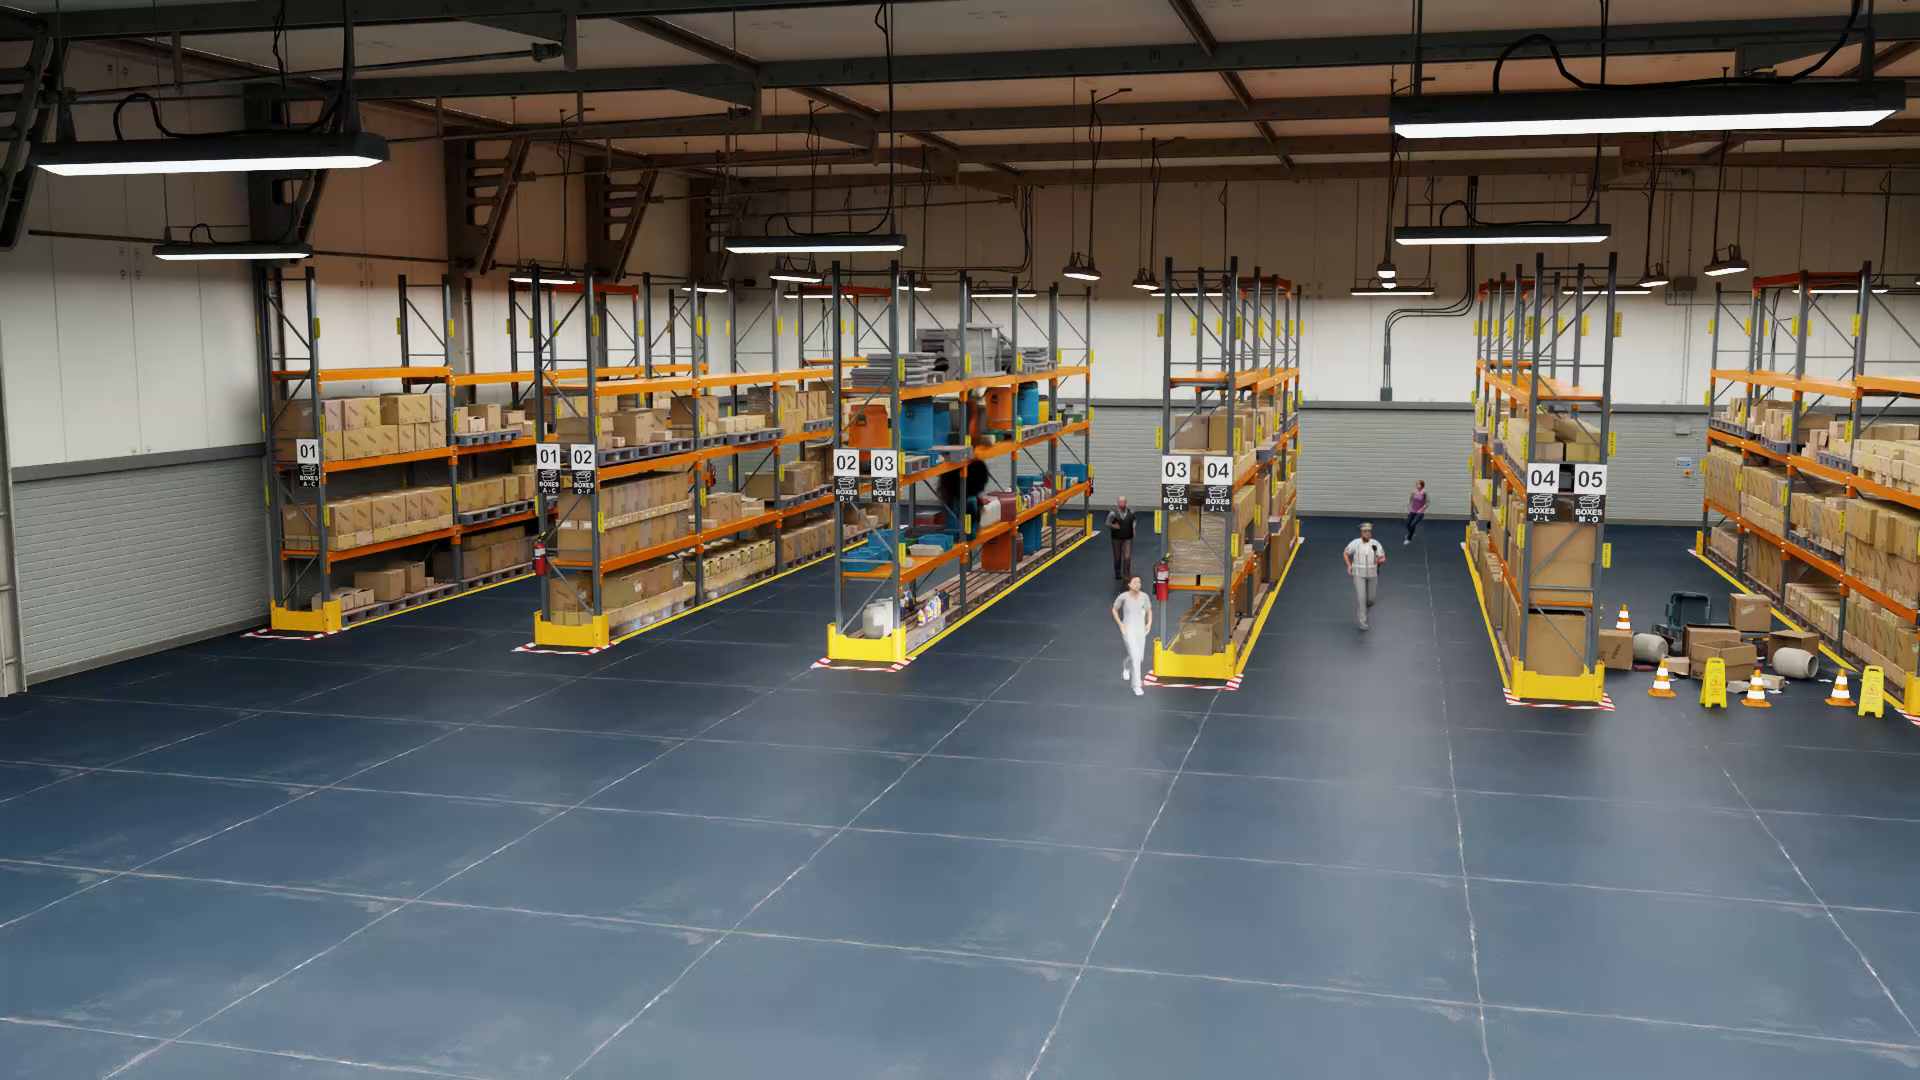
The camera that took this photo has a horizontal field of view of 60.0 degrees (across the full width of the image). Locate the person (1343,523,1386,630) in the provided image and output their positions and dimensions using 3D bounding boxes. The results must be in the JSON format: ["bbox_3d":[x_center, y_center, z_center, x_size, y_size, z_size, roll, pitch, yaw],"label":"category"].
[{"bbox_3d":[6.798,0.579,27.923,0.672,1.756,0.953,0,7,2],"label":"person"}]

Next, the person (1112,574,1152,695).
[{"bbox_3d":[2.394,1.278,23.075,0.556,1.652,0.762,-2,8,-17],"label":"person"}]

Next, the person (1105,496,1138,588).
[{"bbox_3d":[3.161,0.010,32.467,0.657,1.725,0.950,0,7,1],"label":"person"}]

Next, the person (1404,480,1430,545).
[{"bbox_3d":[10.597,-0.654,38.615,0.680,1.526,0.591,6,10,41],"label":"person"}]
